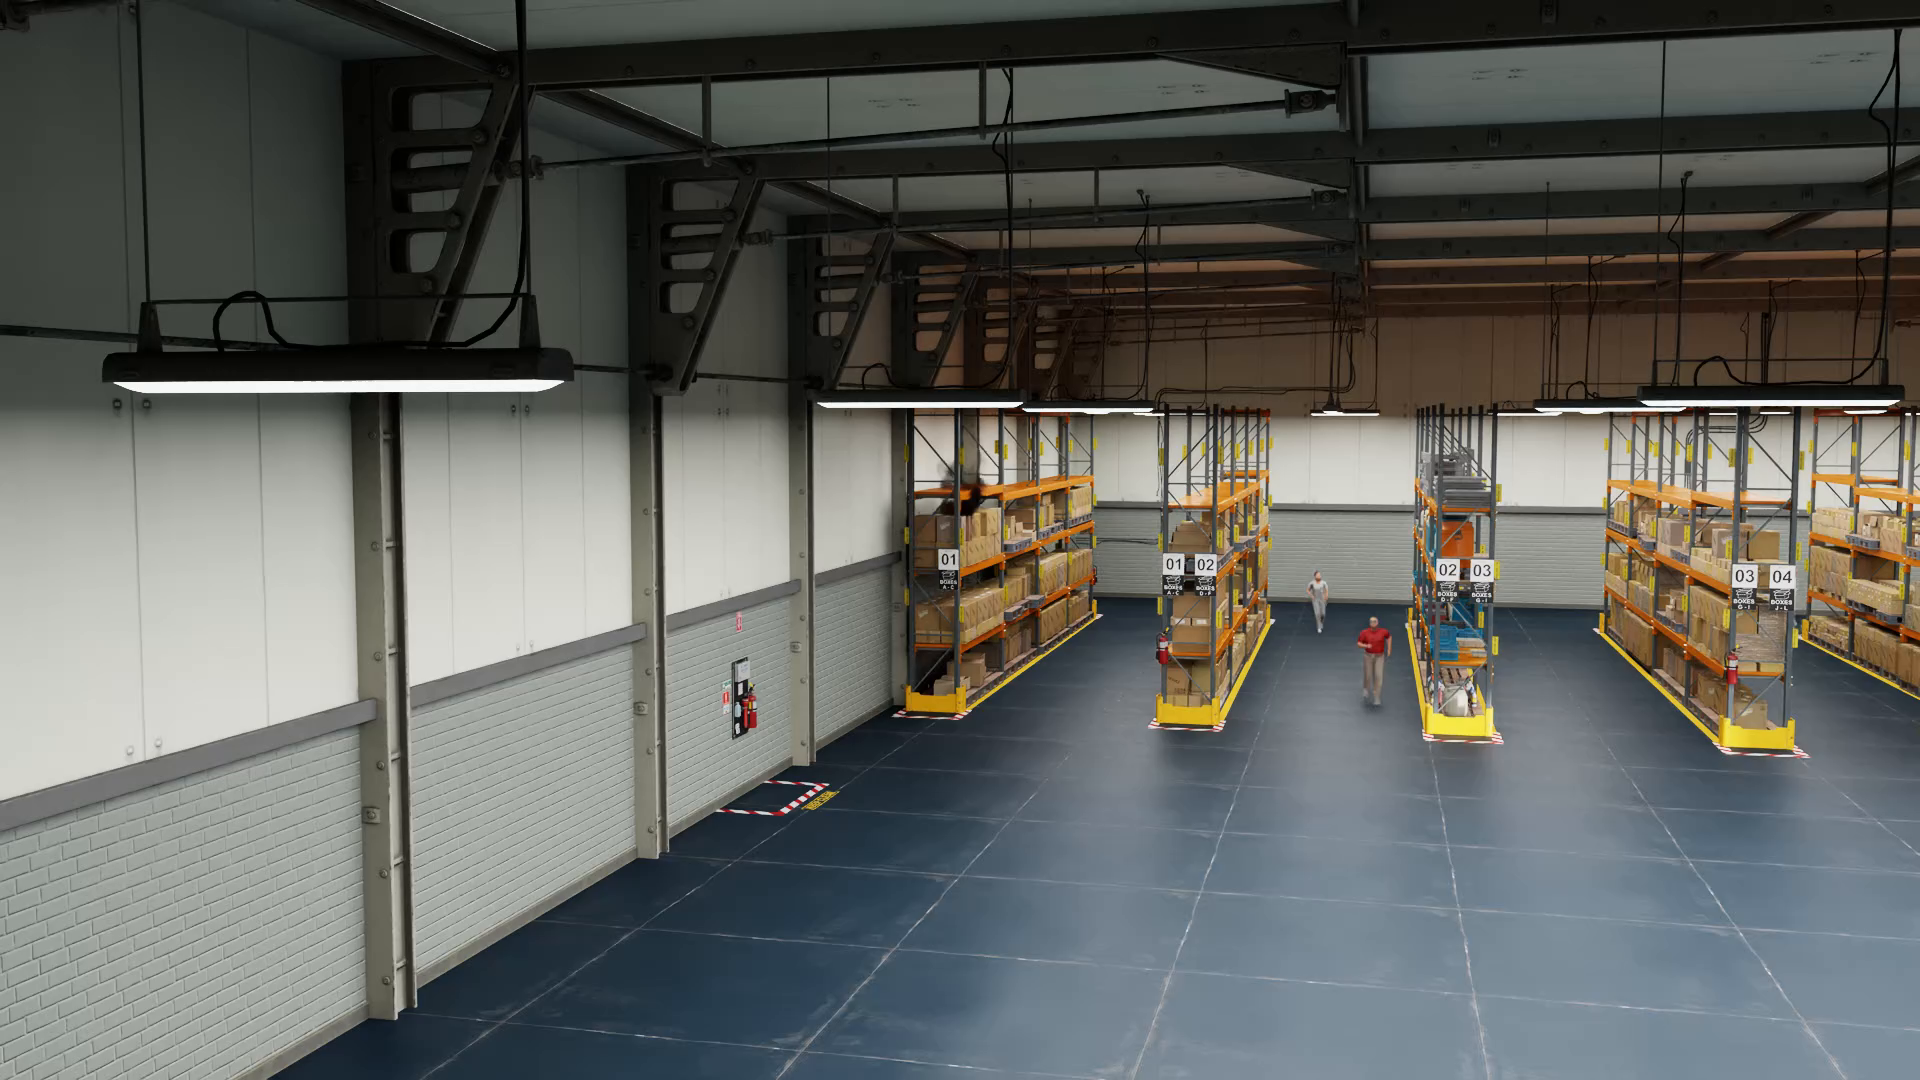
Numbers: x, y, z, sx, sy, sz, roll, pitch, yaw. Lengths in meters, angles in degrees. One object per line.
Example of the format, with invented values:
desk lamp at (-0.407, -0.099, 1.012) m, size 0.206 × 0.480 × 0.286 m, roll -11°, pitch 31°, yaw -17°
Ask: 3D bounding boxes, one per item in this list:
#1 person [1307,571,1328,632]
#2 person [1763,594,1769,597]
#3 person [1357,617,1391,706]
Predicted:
person at (9.628, 1.652, 44.796) m, size 0.573 × 1.639 × 0.572 m, roll 0°, pitch 4°, yaw 6°
person at (21.256, 1.660, 44.170) m, size 0.784 × 1.717 × 0.754 m, roll -2°, pitch 5°, yaw -26°
person at (8.365, 2.424, 33.596) m, size 0.671 × 1.762 × 0.963 m, roll 1°, pitch 4°, yaw 13°
